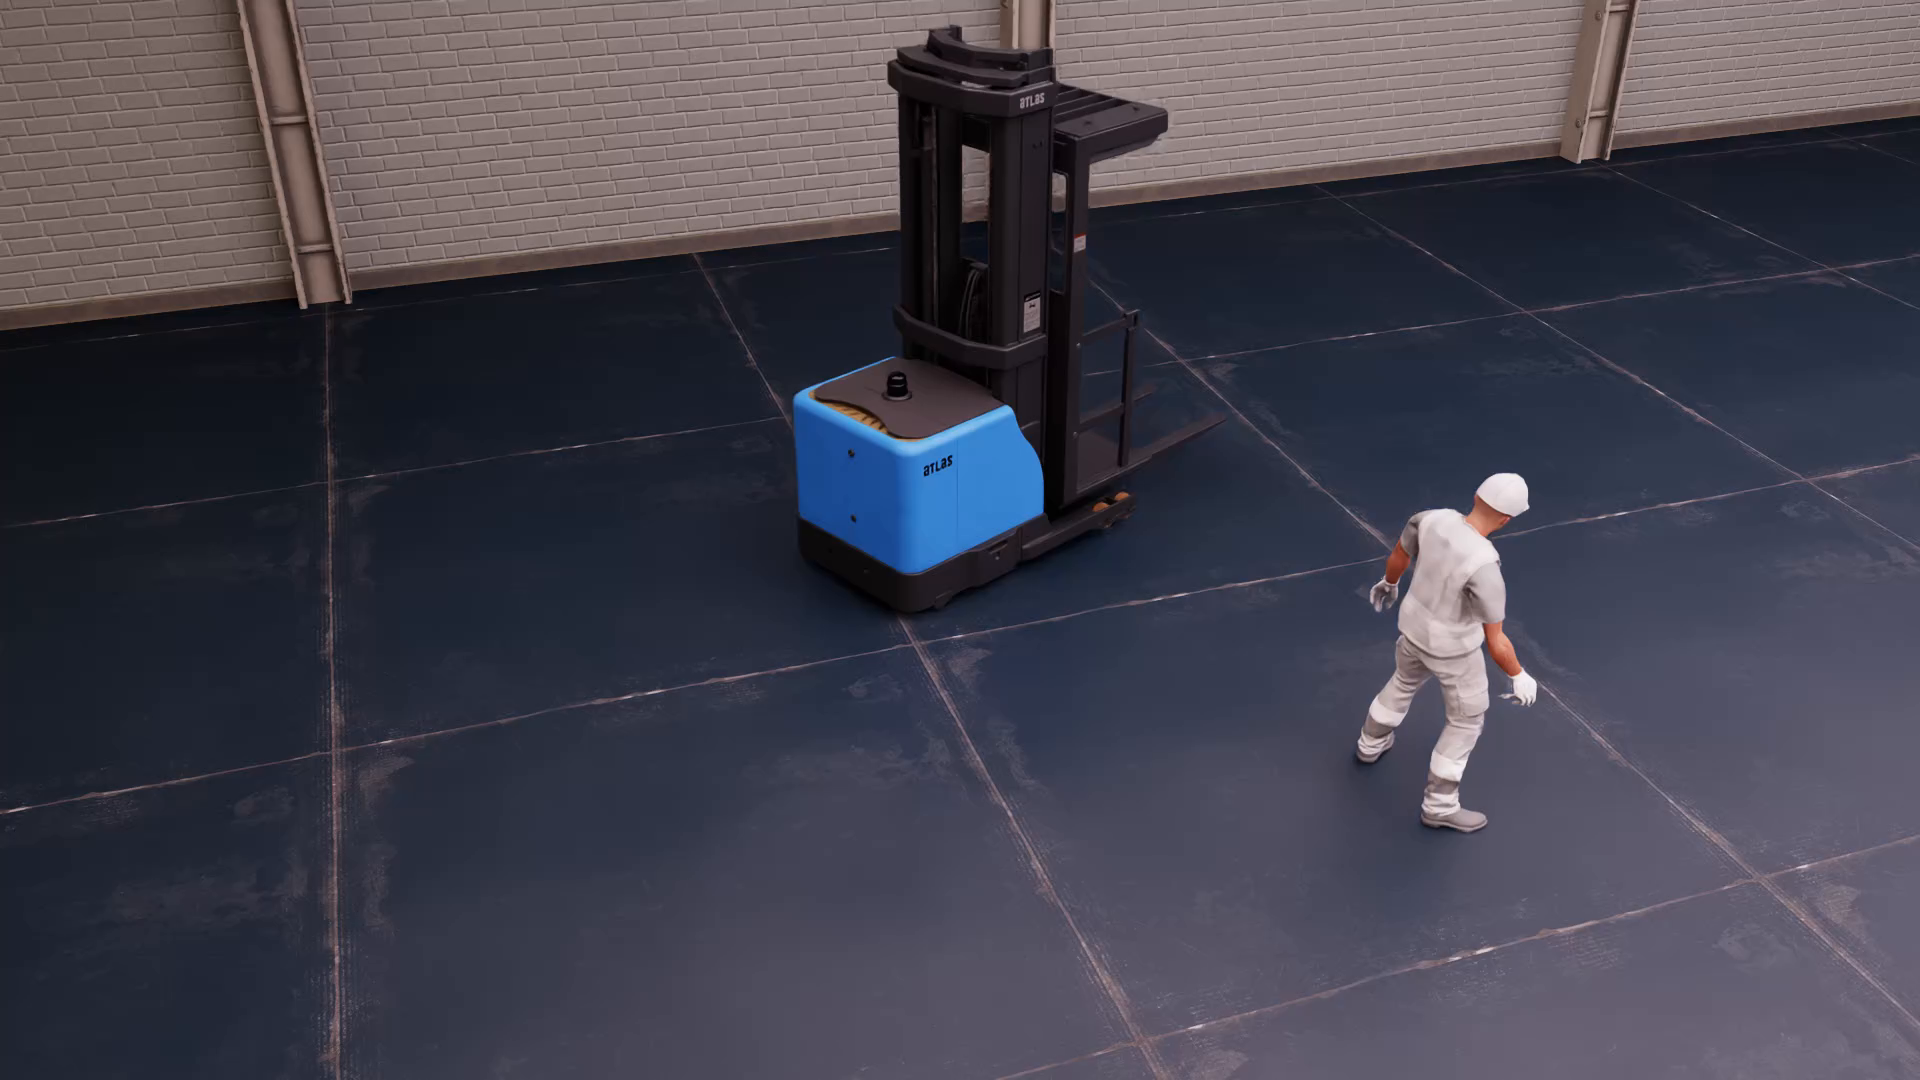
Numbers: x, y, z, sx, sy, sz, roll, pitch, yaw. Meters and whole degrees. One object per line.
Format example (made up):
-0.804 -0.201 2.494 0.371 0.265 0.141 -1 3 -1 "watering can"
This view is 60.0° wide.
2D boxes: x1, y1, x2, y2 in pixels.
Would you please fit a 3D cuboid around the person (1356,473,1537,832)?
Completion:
2.225 0.443 7.519 0.423 1.734 0.916 -12 32 -20 "person"

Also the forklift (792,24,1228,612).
0.456 -1.498 9.691 3.031 2.935 1.130 -26 39 -37 "forklift"
